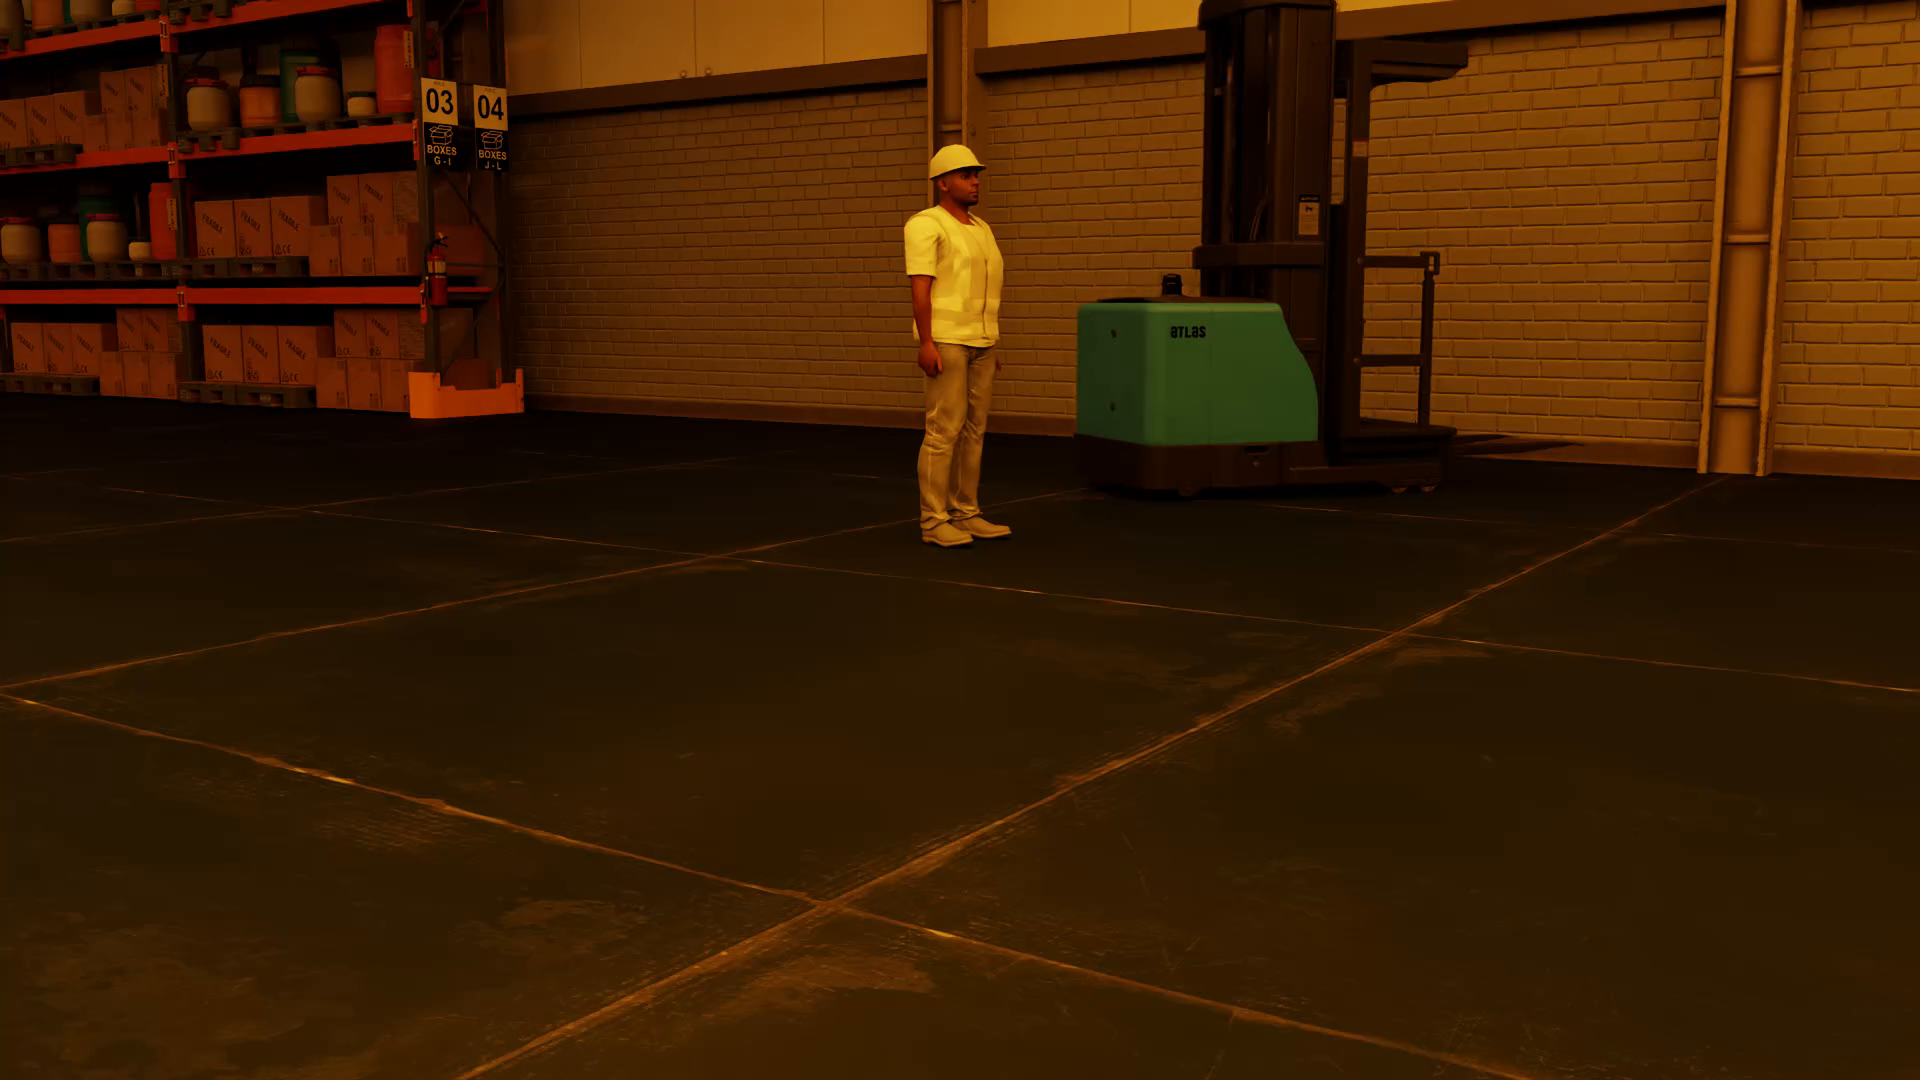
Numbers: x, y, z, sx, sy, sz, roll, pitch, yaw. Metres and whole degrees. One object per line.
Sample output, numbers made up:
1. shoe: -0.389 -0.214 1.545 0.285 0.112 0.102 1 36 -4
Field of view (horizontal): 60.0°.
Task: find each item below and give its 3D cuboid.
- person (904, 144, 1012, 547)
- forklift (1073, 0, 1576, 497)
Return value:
1. person: 0.008 -0.875 7.486 0.388 1.770 0.556 5 10 34
2. forklift: 2.240 -1.790 9.777 3.031 2.935 1.130 -3 9 -21
